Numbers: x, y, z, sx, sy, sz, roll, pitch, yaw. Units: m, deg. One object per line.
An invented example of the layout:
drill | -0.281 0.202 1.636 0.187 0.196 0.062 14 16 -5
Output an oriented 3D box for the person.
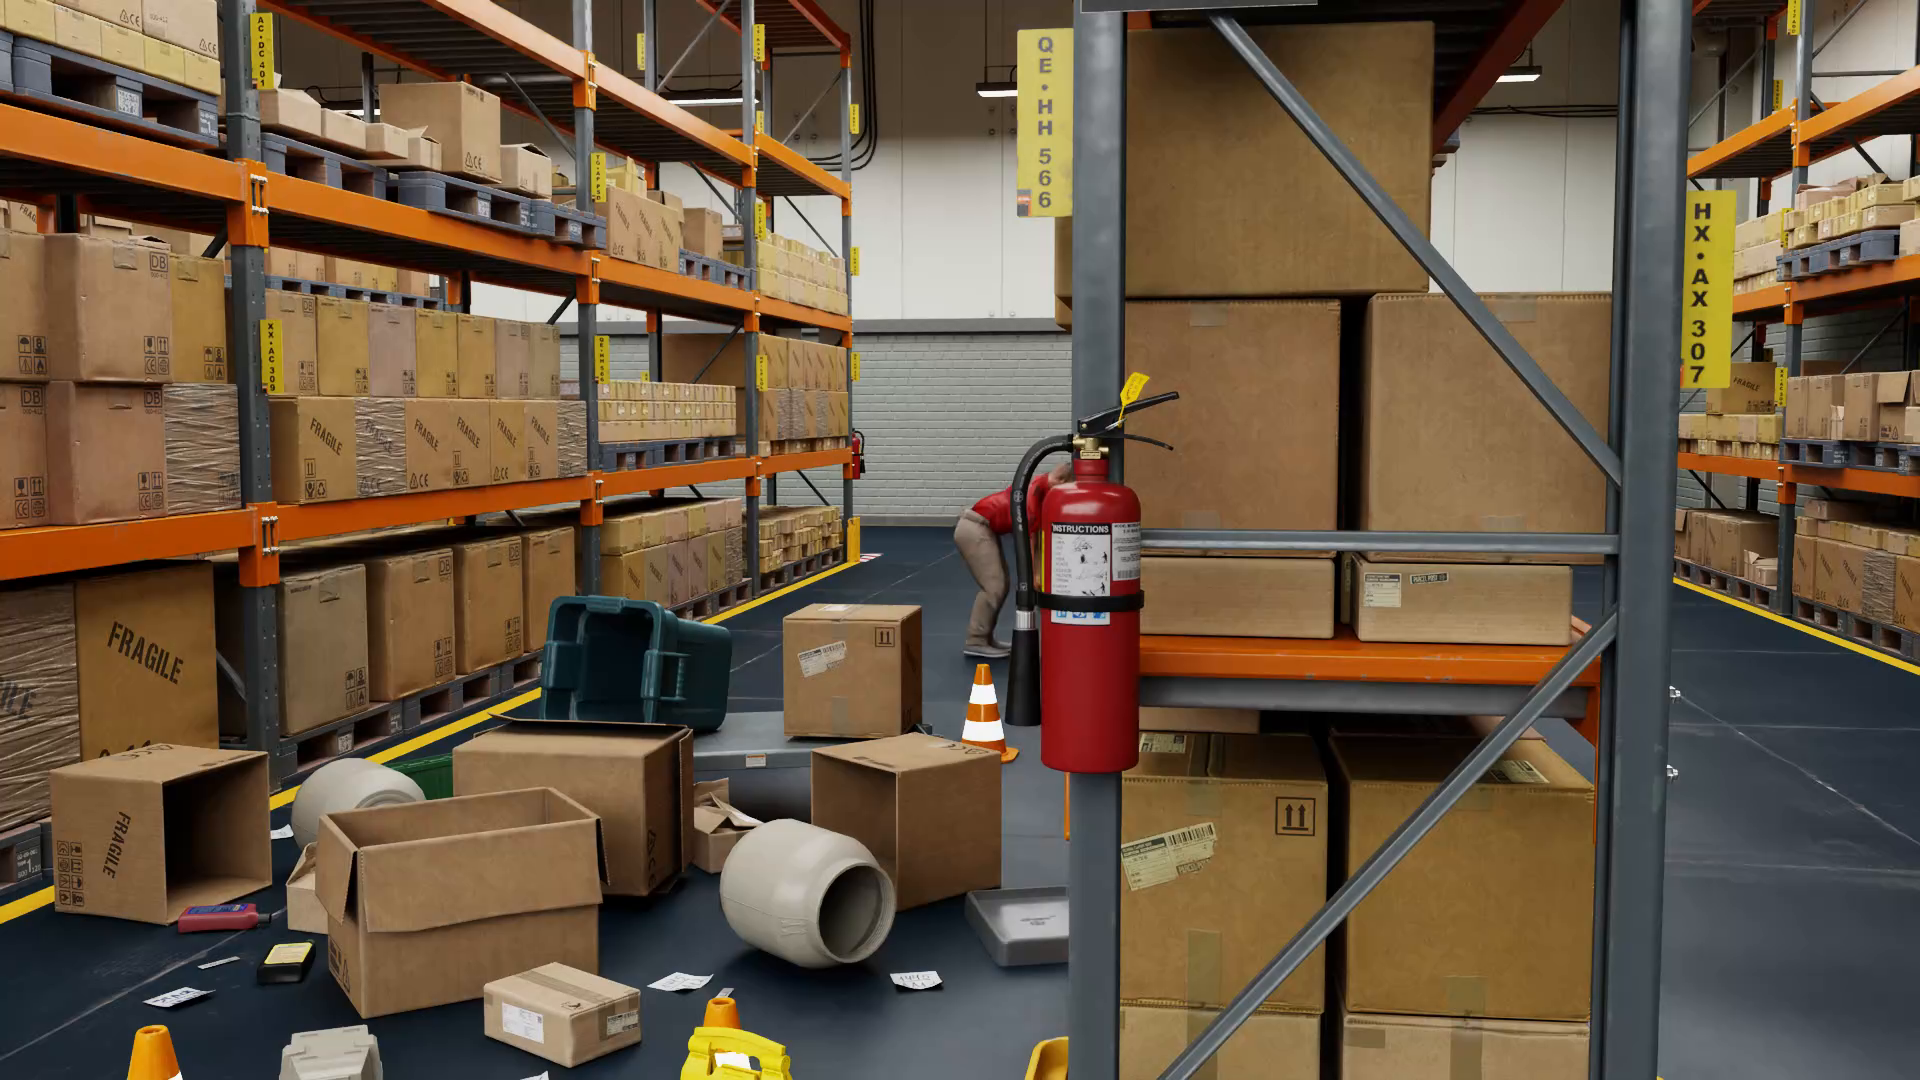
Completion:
person | 0.403 0.139 11.798 0.875 1.374 0.477 1 4 7
